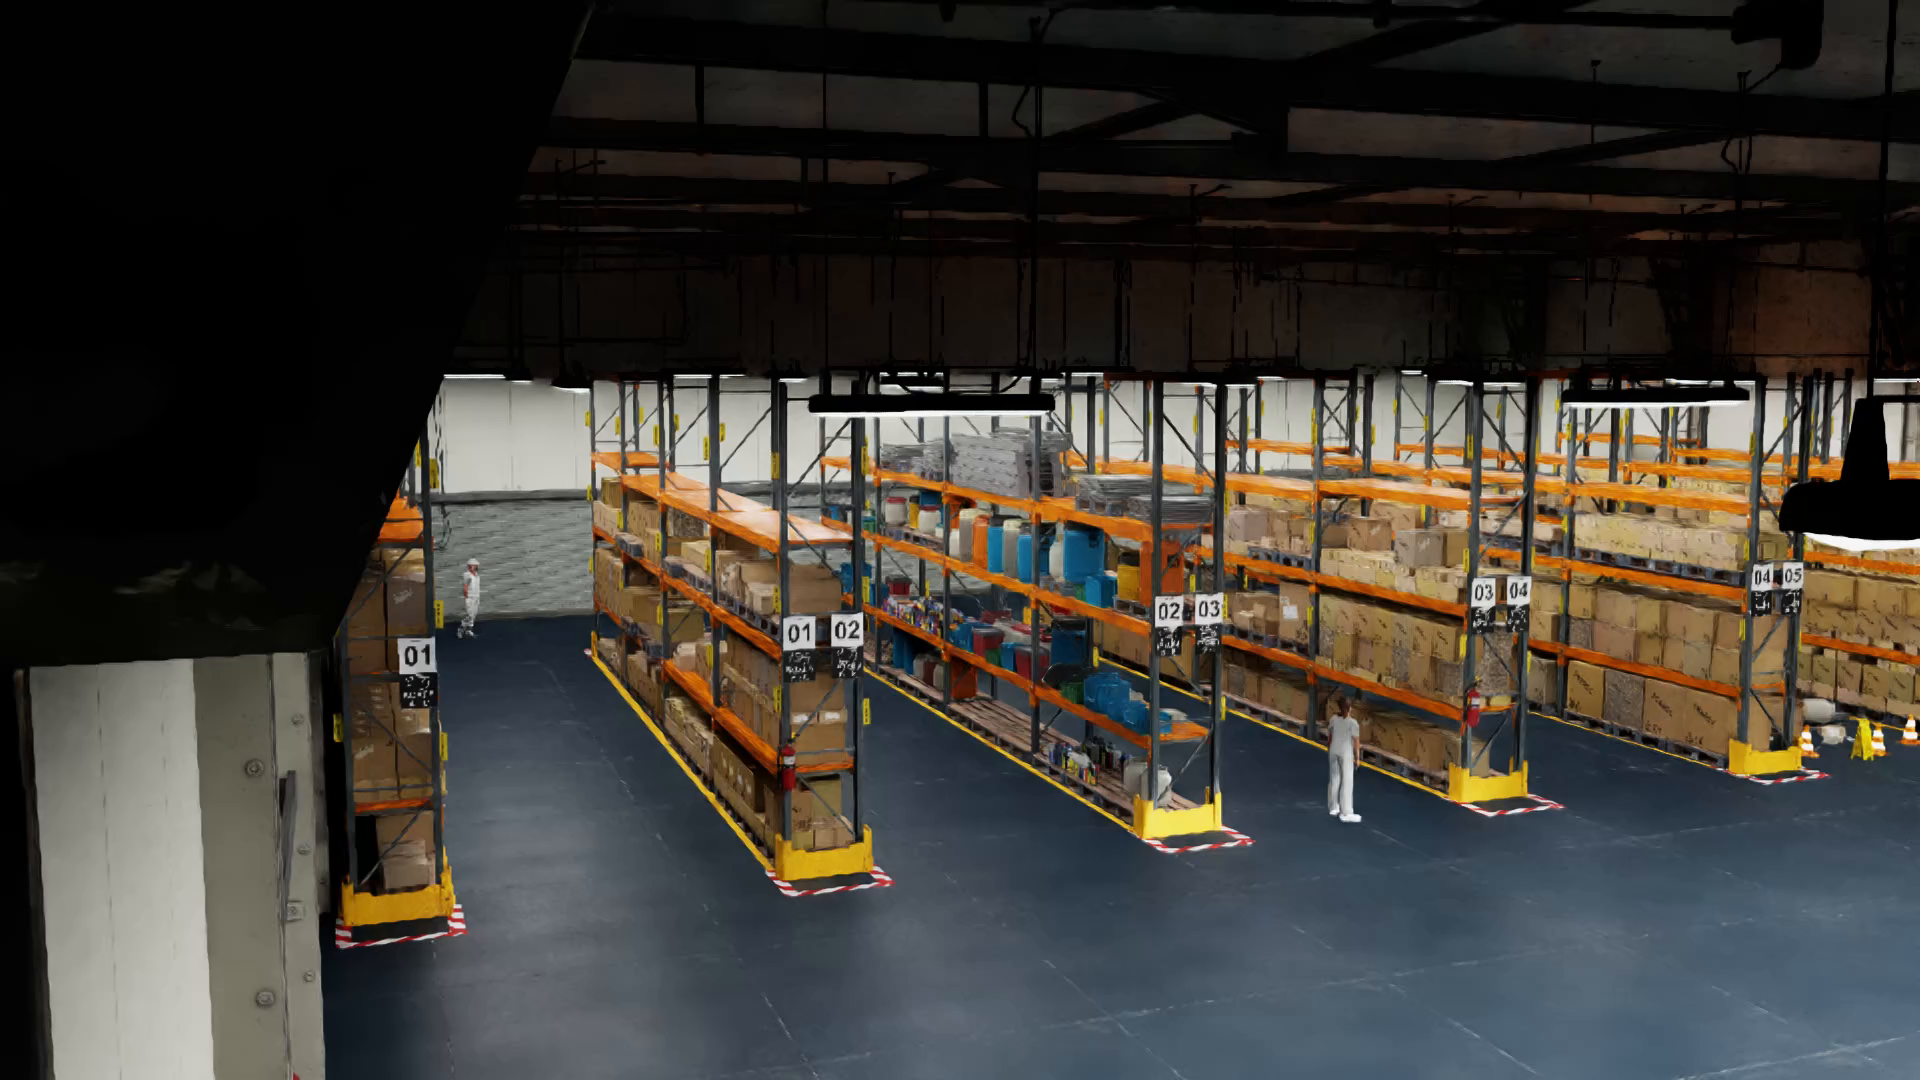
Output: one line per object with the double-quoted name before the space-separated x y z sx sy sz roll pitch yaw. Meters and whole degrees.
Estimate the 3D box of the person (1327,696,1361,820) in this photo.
"person" 5.251 2.954 22.695 0.540 1.679 0.451 6 8 41

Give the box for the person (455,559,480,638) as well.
"person" -10.938 1.310 36.981 0.460 1.780 0.704 2 7 14

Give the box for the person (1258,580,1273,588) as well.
"person" 8.222 0.443 45.199 0.584 1.709 0.539 2 7 16

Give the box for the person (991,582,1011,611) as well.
"person" 1.012 1.005 40.541 0.522 1.619 0.942 0 6 2

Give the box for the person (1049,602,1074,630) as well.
"person" 2.105 1.670 33.984 0.595 1.737 0.449 5 8 38
